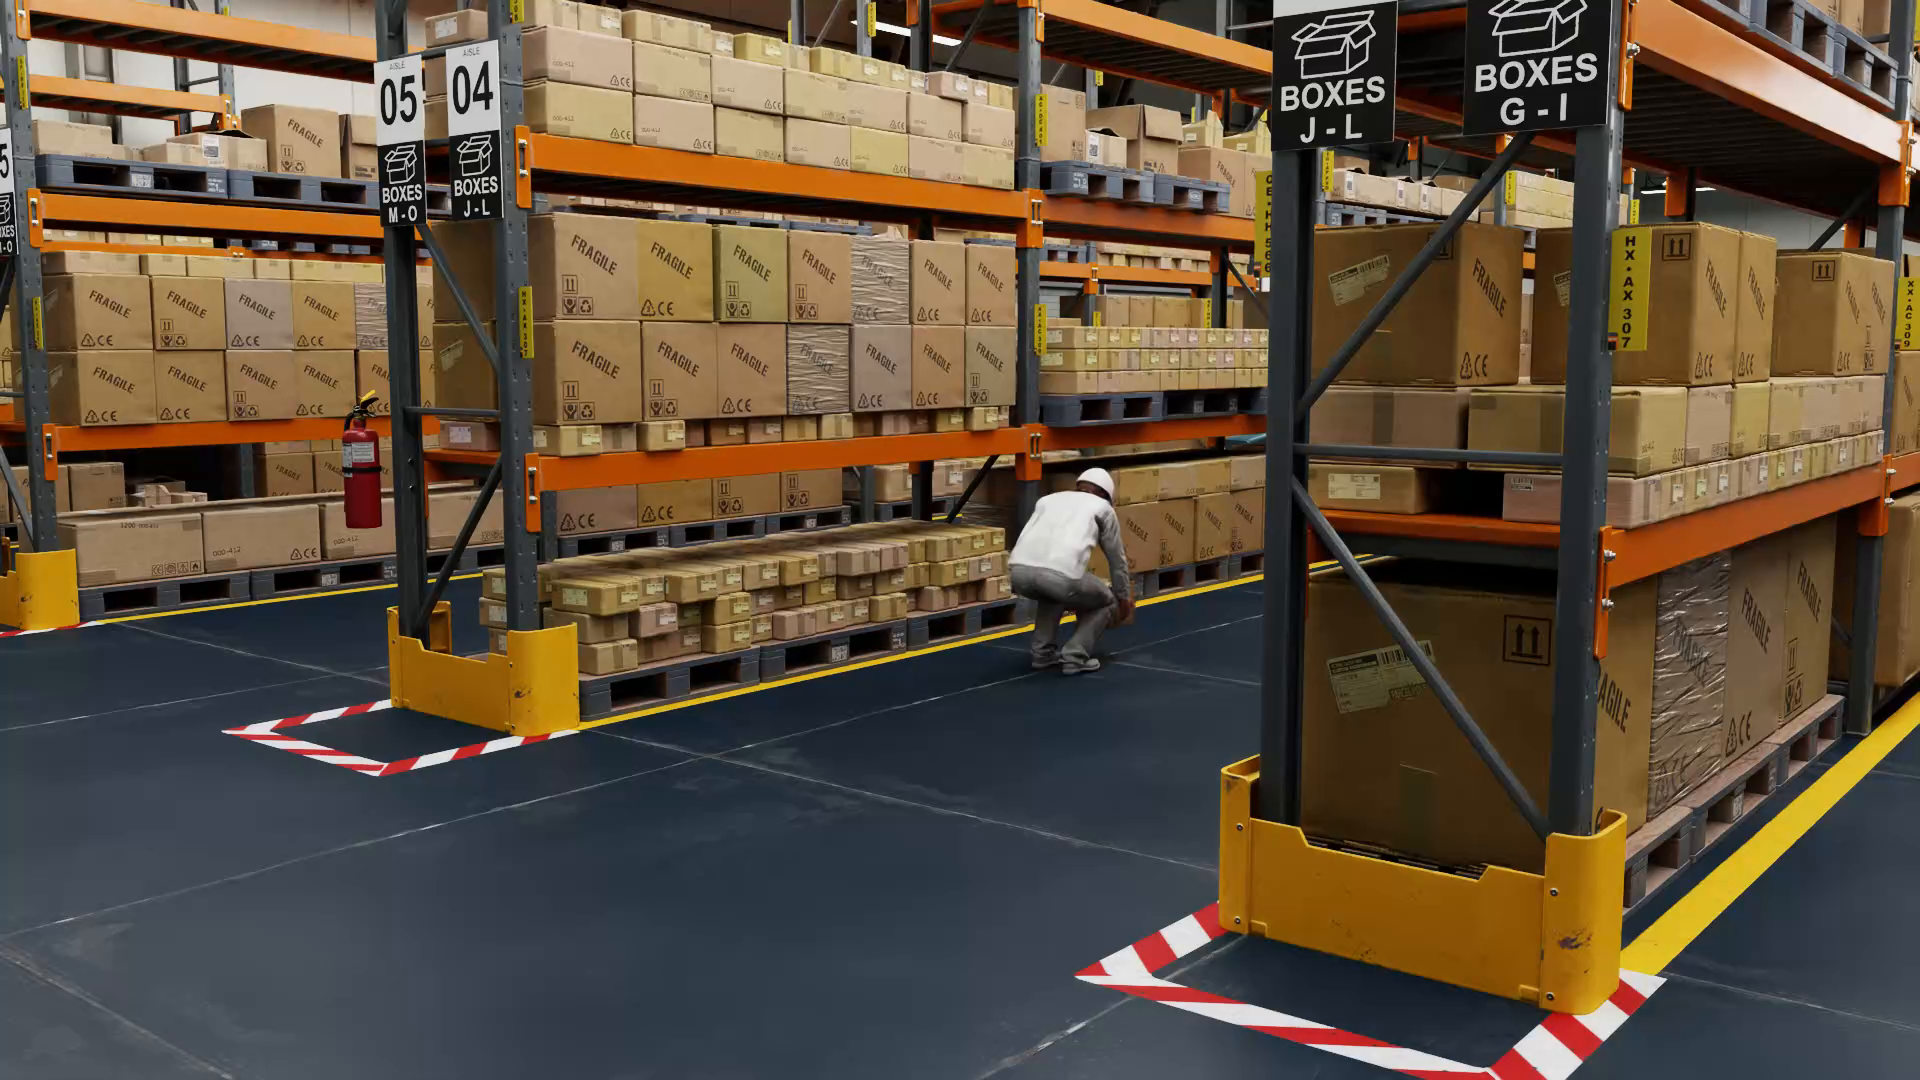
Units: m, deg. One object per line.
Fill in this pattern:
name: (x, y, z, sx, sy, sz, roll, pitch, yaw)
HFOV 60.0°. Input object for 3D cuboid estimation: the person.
person: (0.611, 0.168, 9.509, 0.557, 1.122, 0.864, 5, 8, 38)
